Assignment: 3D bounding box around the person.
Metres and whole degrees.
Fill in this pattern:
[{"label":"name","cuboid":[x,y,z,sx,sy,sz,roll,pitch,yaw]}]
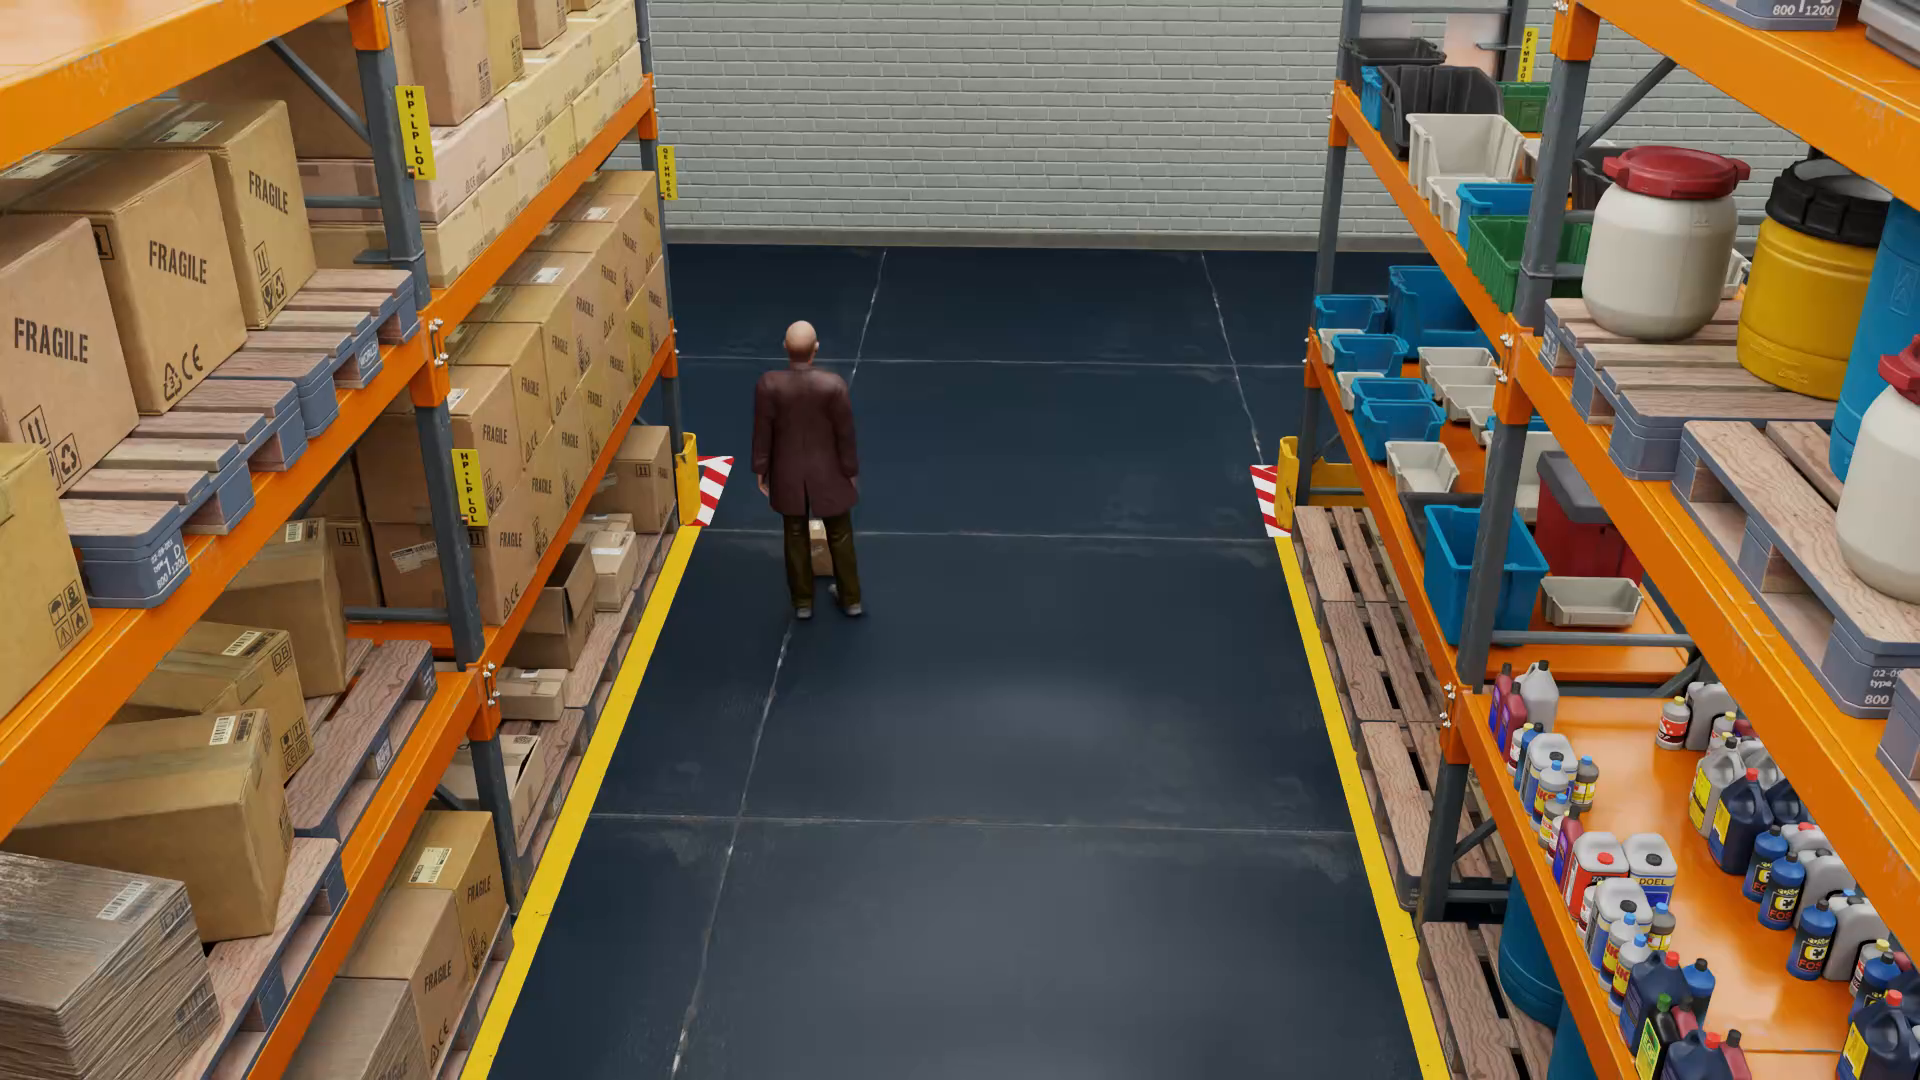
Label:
[{"label":"person","cuboid":[-0.868,-0.403,9.399,0.617,1.790,0.390,1,28,3]}]
